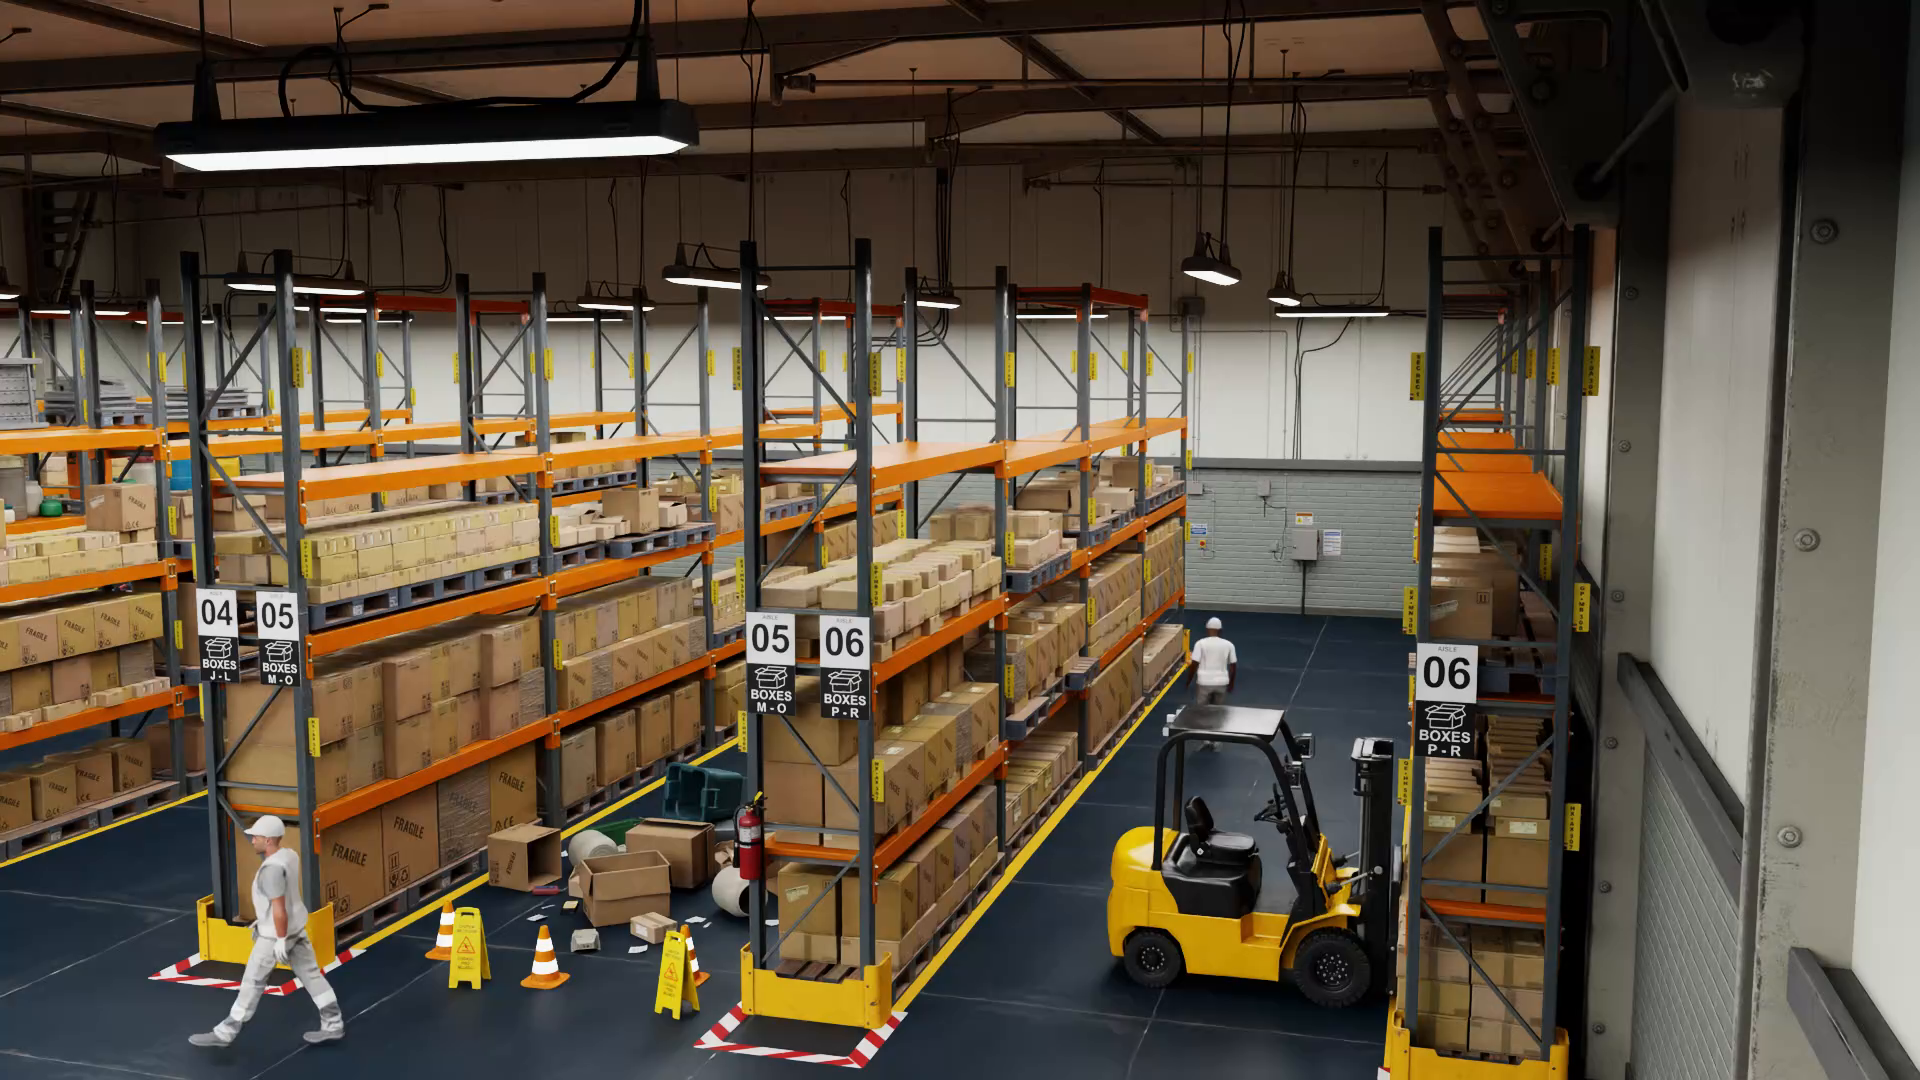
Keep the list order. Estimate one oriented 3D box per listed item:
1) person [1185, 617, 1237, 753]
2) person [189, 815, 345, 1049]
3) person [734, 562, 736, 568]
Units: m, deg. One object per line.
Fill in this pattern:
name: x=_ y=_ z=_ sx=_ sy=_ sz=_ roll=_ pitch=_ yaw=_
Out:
person: x=3.287 y=1.895 z=21.623 sx=0.641 sy=1.741 sz=0.652 roll=-1 pitch=6 yaw=-9
person: x=-5.146 y=2.898 z=12.342 sx=1.050 sy=1.730 sz=0.560 roll=0 pitch=6 yaw=-1
person: x=-3.701 y=1.210 z=28.153 sx=0.393 sy=1.719 sz=0.485 roll=6 pitch=9 yaw=44
